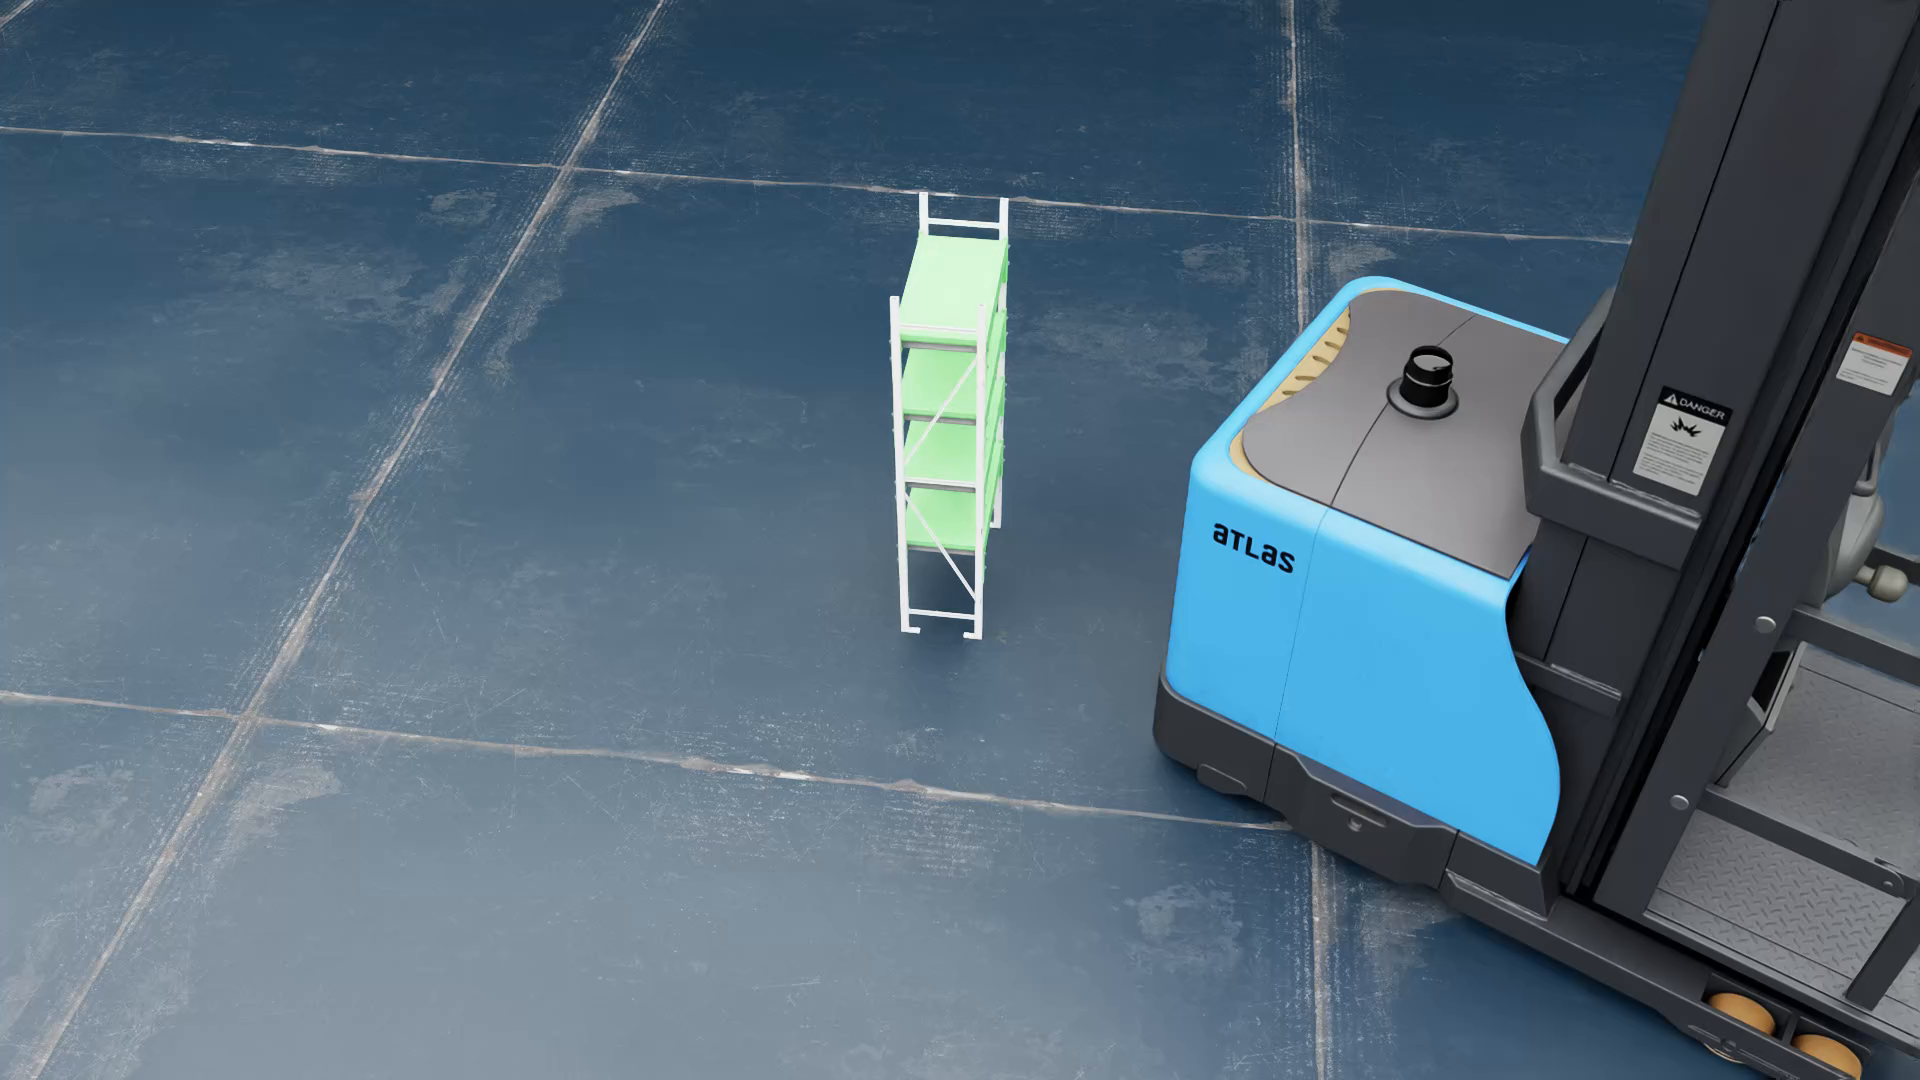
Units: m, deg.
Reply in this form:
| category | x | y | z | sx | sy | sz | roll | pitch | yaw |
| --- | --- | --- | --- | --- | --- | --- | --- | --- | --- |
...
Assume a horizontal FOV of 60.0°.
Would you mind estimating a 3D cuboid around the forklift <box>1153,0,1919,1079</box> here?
| category | x | y | z | sx | sy | sz | roll | pitch | yaw |
| --- | --- | --- | --- | --- | --- | --- | --- | --- | --- |
| forklift | 2.038 | -0.174 | 3.302 | 3.031 | 2.935 | 1.130 | 25 | 49 | 24 |

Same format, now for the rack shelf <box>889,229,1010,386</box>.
| category | x | y | z | sx | sy | sz | roll | pitch | yaw |
| --- | --- | --- | --- | --- | --- | --- | --- | --- | --- |
| rack shelf | -0.022 | -0.625 | 4.432 | 0.258 | 0.148 | 0.480 | 5 | 44 | 6 |

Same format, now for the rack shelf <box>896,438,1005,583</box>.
| category | x | y | z | sx | sy | sz | roll | pitch | yaw |
| --- | --- | --- | --- | --- | --- | --- | --- | --- | --- |
| rack shelf | -0.022 | -0.102 | 4.927 | 0.258 | 0.148 | 0.480 | 5 | 44 | 6 |

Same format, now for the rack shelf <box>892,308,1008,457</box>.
| category | x | y | z | sx | sy | sz | roll | pitch | yaw |
| --- | --- | --- | --- | --- | --- | --- | --- | --- | --- |
| rack shelf | -0.022 | -0.451 | 4.597 | 0.258 | 0.148 | 0.480 | 5 | 44 | 6 |

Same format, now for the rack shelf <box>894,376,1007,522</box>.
| category | x | y | z | sx | sy | sz | roll | pitch | yaw |
| --- | --- | --- | --- | --- | --- | --- | --- | --- | --- |
| rack shelf | -0.022 | -0.276 | 4.762 | 0.258 | 0.148 | 0.480 | 5 | 44 | 6 |

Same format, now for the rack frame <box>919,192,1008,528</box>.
| category | x | y | z | sx | sy | sz | roll | pitch | yaw |
| --- | --- | --- | --- | --- | --- | --- | --- | --- | --- |
| rack frame | 0.010 | -0.489 | 4.894 | 0.240 | 1.200 | 0.015 | 5 | 44 | 6 |

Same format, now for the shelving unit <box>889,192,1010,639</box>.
| category | x | y | z | sx | sy | sz | roll | pitch | yaw |
| --- | --- | --- | --- | --- | --- | --- | --- | --- | --- |
| shelving unit | -0.022 | -0.323 | 4.718 | 0.258 | 1.200 | 0.503 | 5 | 44 | 6 |

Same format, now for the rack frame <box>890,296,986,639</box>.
| category | x | y | z | sx | sy | sz | roll | pitch | yaw |
| --- | --- | --- | --- | --- | --- | --- | --- | --- | --- |
| rack frame | -0.054 | -0.157 | 4.543 | 0.240 | 1.200 | 0.015 | 5 | 44 | 6 |
